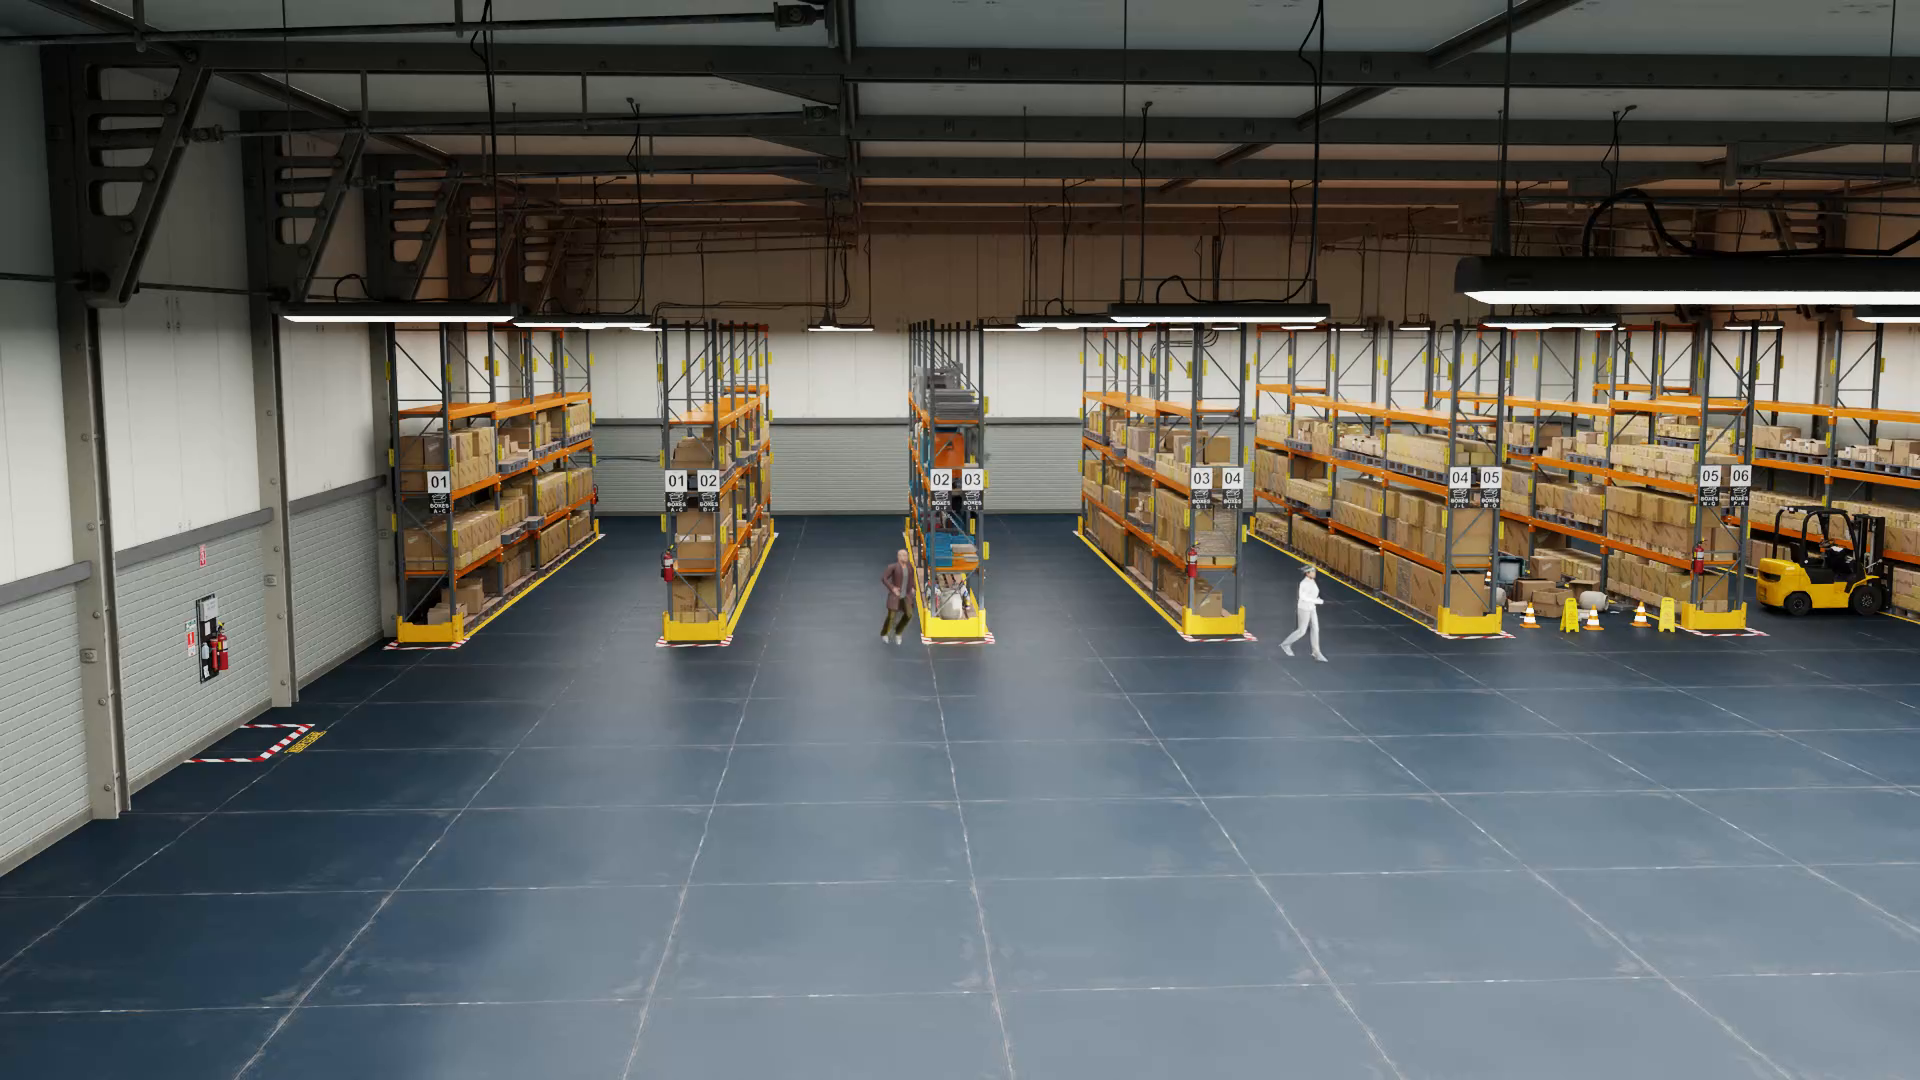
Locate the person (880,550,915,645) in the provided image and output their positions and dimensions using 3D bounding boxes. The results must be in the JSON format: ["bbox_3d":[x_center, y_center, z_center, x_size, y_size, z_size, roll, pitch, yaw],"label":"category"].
[{"bbox_3d":[-1.107,1.057,30.924,0.775,1.761,0.686,-4,8,-28],"label":"person"}]

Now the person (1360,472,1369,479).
[{"bbox_3d":[12.005,-1.291,49.425,1.007,1.776,0.670,-1,7,-5],"label":"person"}]

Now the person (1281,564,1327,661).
[{"bbox_3d":[6.107,1.263,29.403,0.822,1.722,0.631,4,8,32],"label":"person"}]
